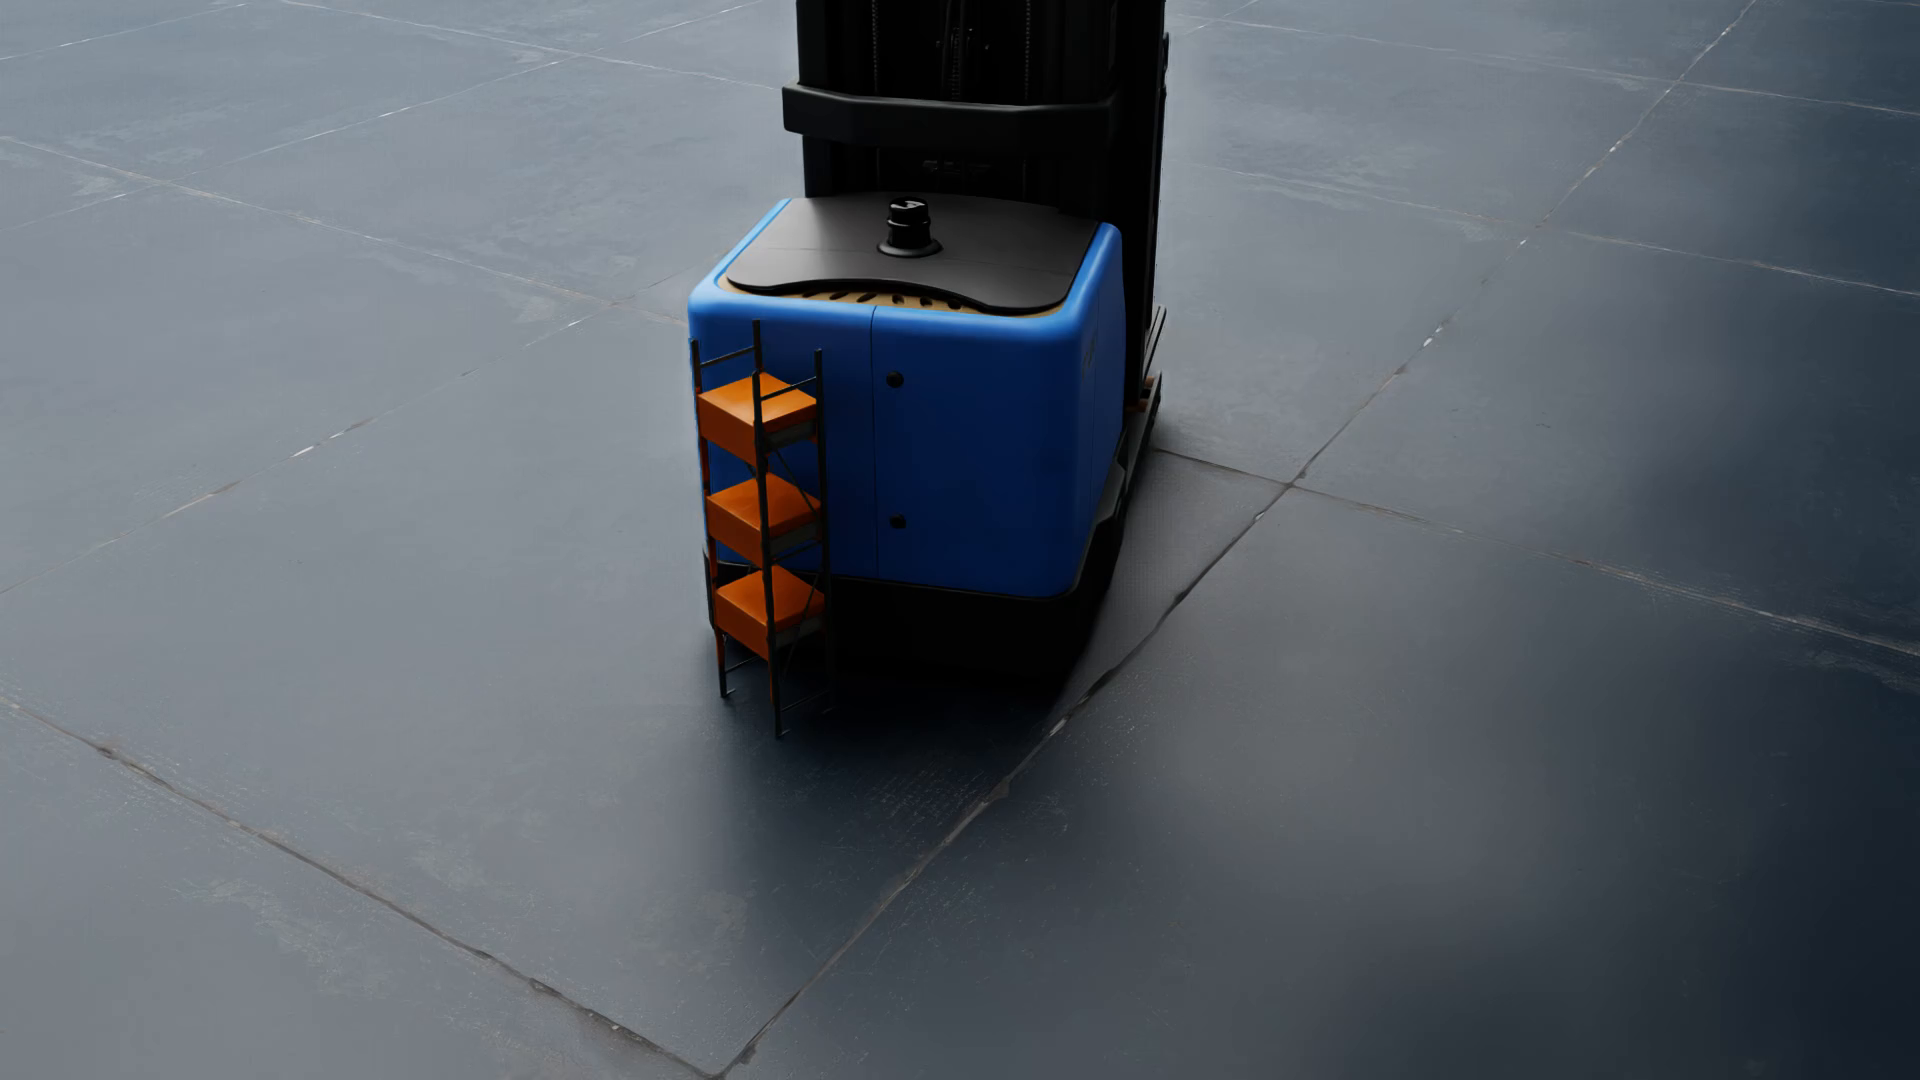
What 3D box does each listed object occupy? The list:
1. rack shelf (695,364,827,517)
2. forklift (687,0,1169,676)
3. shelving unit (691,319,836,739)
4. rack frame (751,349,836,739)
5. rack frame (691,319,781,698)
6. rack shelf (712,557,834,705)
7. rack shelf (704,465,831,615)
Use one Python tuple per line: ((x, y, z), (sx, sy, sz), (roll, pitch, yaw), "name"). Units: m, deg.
((-0.488, -0.248, 4.087), (0.215, 0.259, 0.240), (-25, 39, -36), "rack shelf")
((0.110, -1.629, 5.134), (1.130, 2.935, 3.031), (6, 31, 11), "forklift")
((-0.489, -0.012, 4.226), (0.215, 1.050, 0.252), (-25, 39, -36), "shelving unit")
((-0.406, 0.034, 4.149), (0.200, 1.050, 0.008), (-25, 39, -36), "rack frame")
((-0.571, -0.059, 4.303), (0.200, 1.050, 0.008), (-25, 39, -36), "rack frame")
((-0.490, 0.236, 4.373), (0.215, 0.259, 0.240), (-25, 39, -36), "rack shelf")
((-0.489, -0.003, 4.232), (0.215, 0.259, 0.240), (-25, 39, -36), "rack shelf")
